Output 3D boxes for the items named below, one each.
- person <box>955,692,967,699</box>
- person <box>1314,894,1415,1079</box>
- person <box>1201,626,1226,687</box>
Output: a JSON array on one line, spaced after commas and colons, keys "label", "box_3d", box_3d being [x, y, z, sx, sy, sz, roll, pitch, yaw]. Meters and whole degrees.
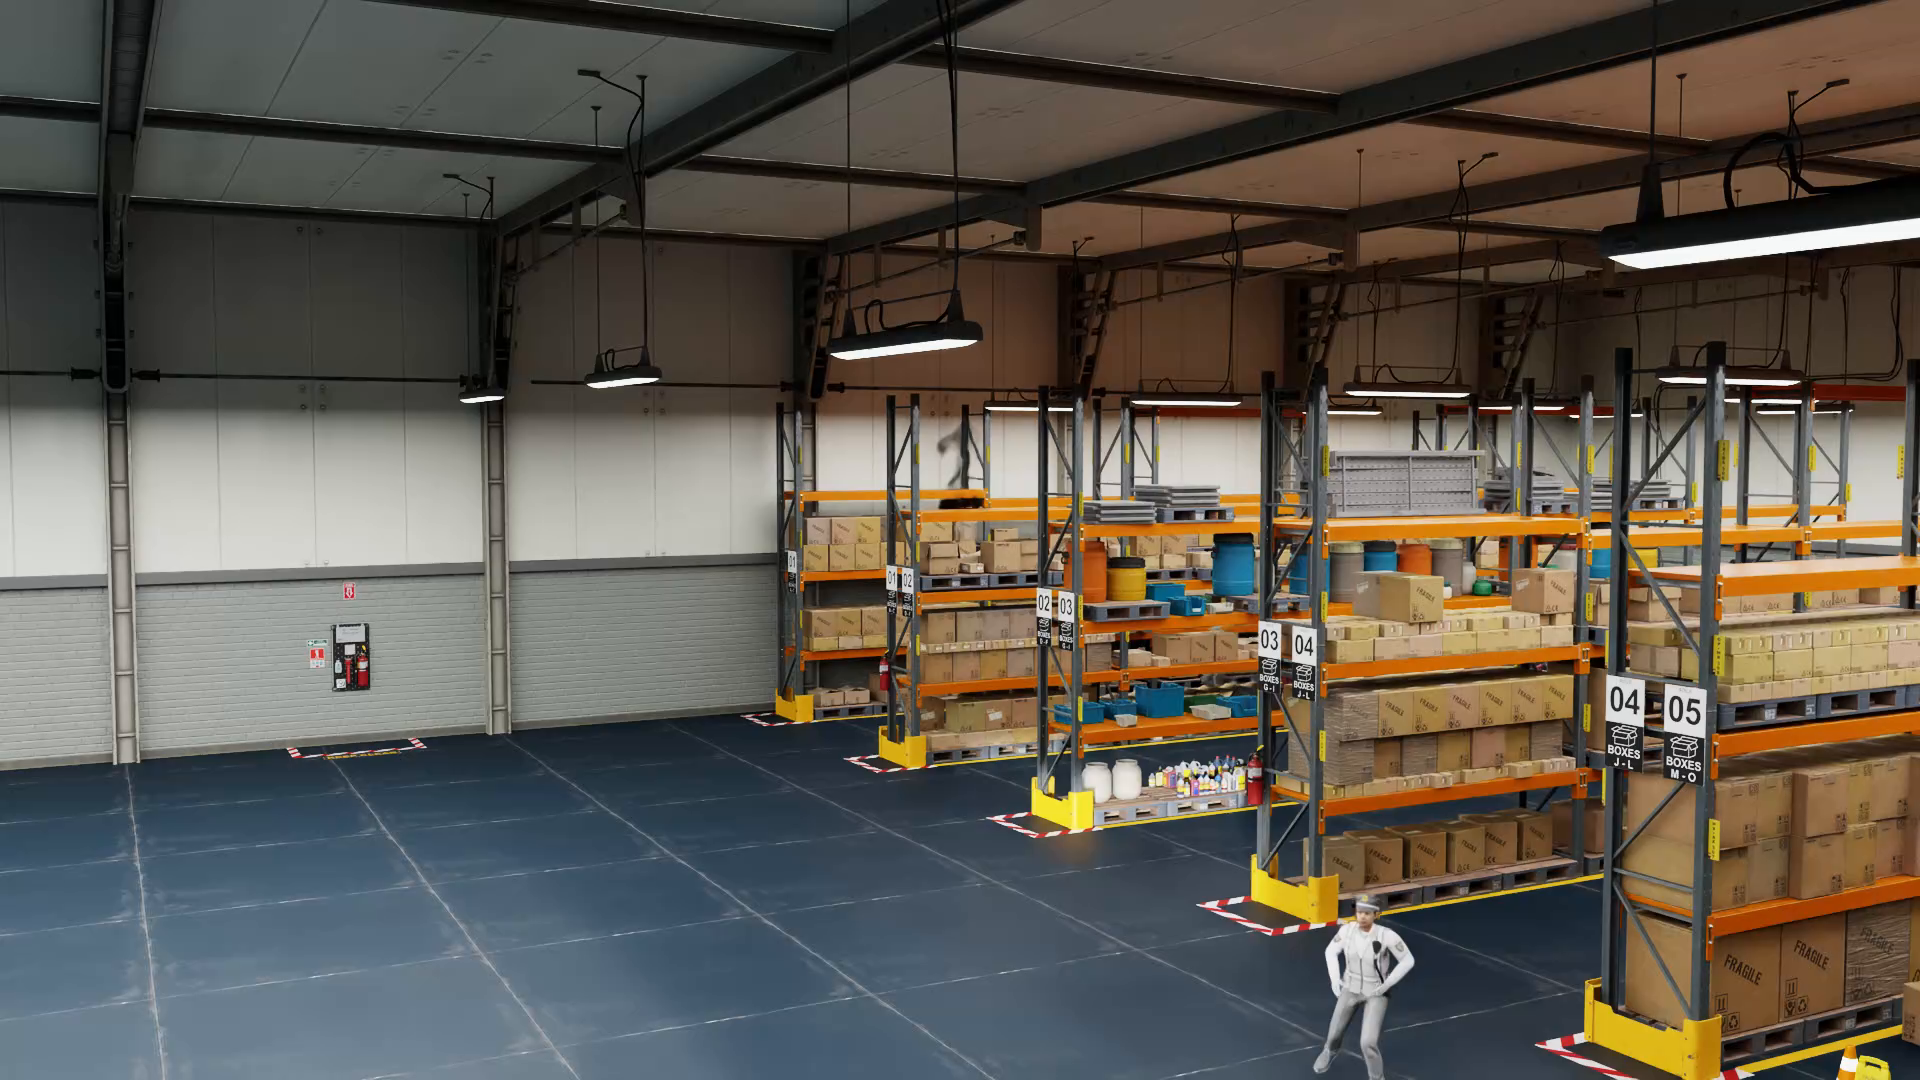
[{"label": "person", "box_3d": [0.145, 2.663, 30.475, 0.694, 1.598, 0.572, -3, 4, -39]}, {"label": "person", "box_3d": [3.161, 3.606, 13.191, 0.841, 1.688, 0.664, 2, 4, 30]}, {"label": "person", "box_3d": [5.021, 2.487, 32.839, 0.583, 1.633, 0.586, -2, 4, -30]}]
